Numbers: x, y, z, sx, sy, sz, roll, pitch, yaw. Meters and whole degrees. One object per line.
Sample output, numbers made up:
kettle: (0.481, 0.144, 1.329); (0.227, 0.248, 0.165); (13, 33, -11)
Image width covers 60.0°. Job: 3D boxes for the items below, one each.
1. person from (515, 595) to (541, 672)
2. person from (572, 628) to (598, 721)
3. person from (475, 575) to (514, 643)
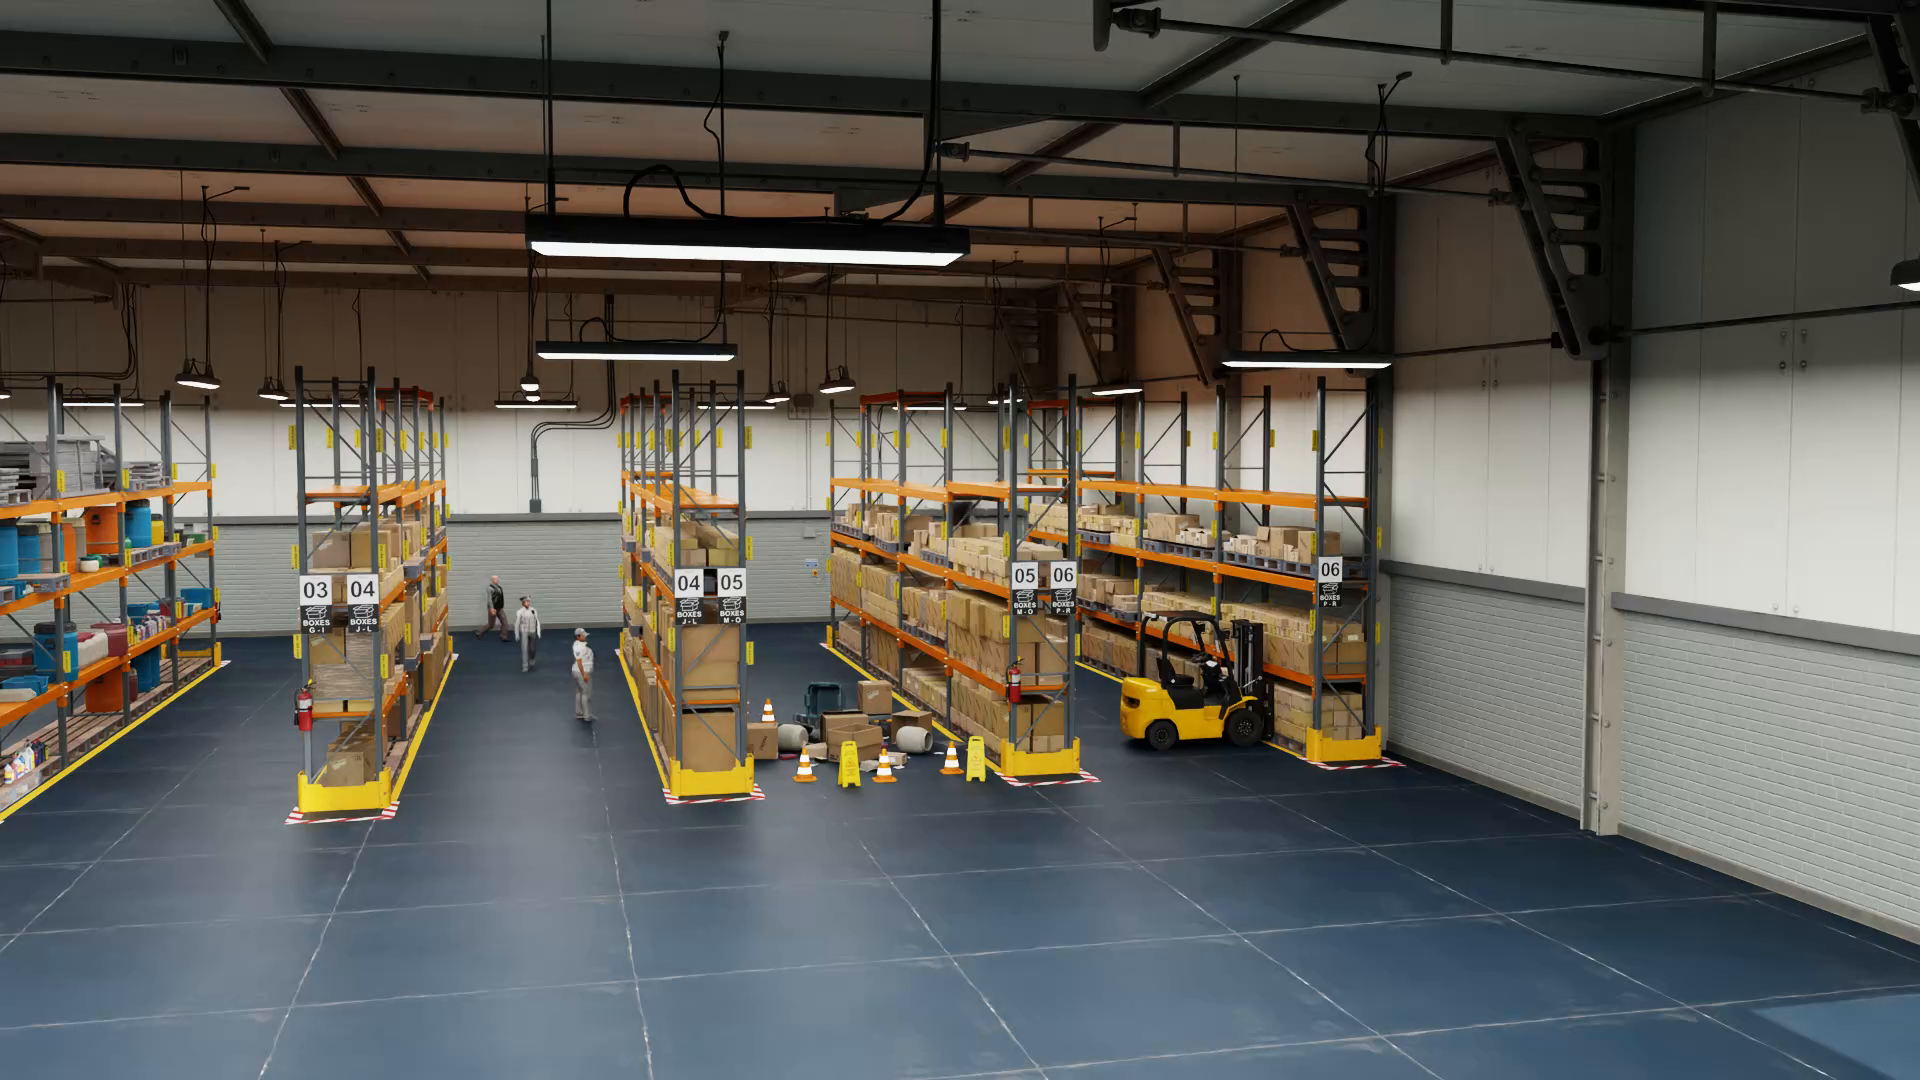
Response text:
person: (-9.435, 2.013, 36.269); (0.539, 1.638, 0.975); (-1, 4, -19)
person: (-6.716, 2.398, 29.753); (0.423, 1.657, 0.586); (-1, 4, -20)
person: (-11.507, 1.699, 41.060); (0.934, 1.686, 0.555); (1, 4, 13)
